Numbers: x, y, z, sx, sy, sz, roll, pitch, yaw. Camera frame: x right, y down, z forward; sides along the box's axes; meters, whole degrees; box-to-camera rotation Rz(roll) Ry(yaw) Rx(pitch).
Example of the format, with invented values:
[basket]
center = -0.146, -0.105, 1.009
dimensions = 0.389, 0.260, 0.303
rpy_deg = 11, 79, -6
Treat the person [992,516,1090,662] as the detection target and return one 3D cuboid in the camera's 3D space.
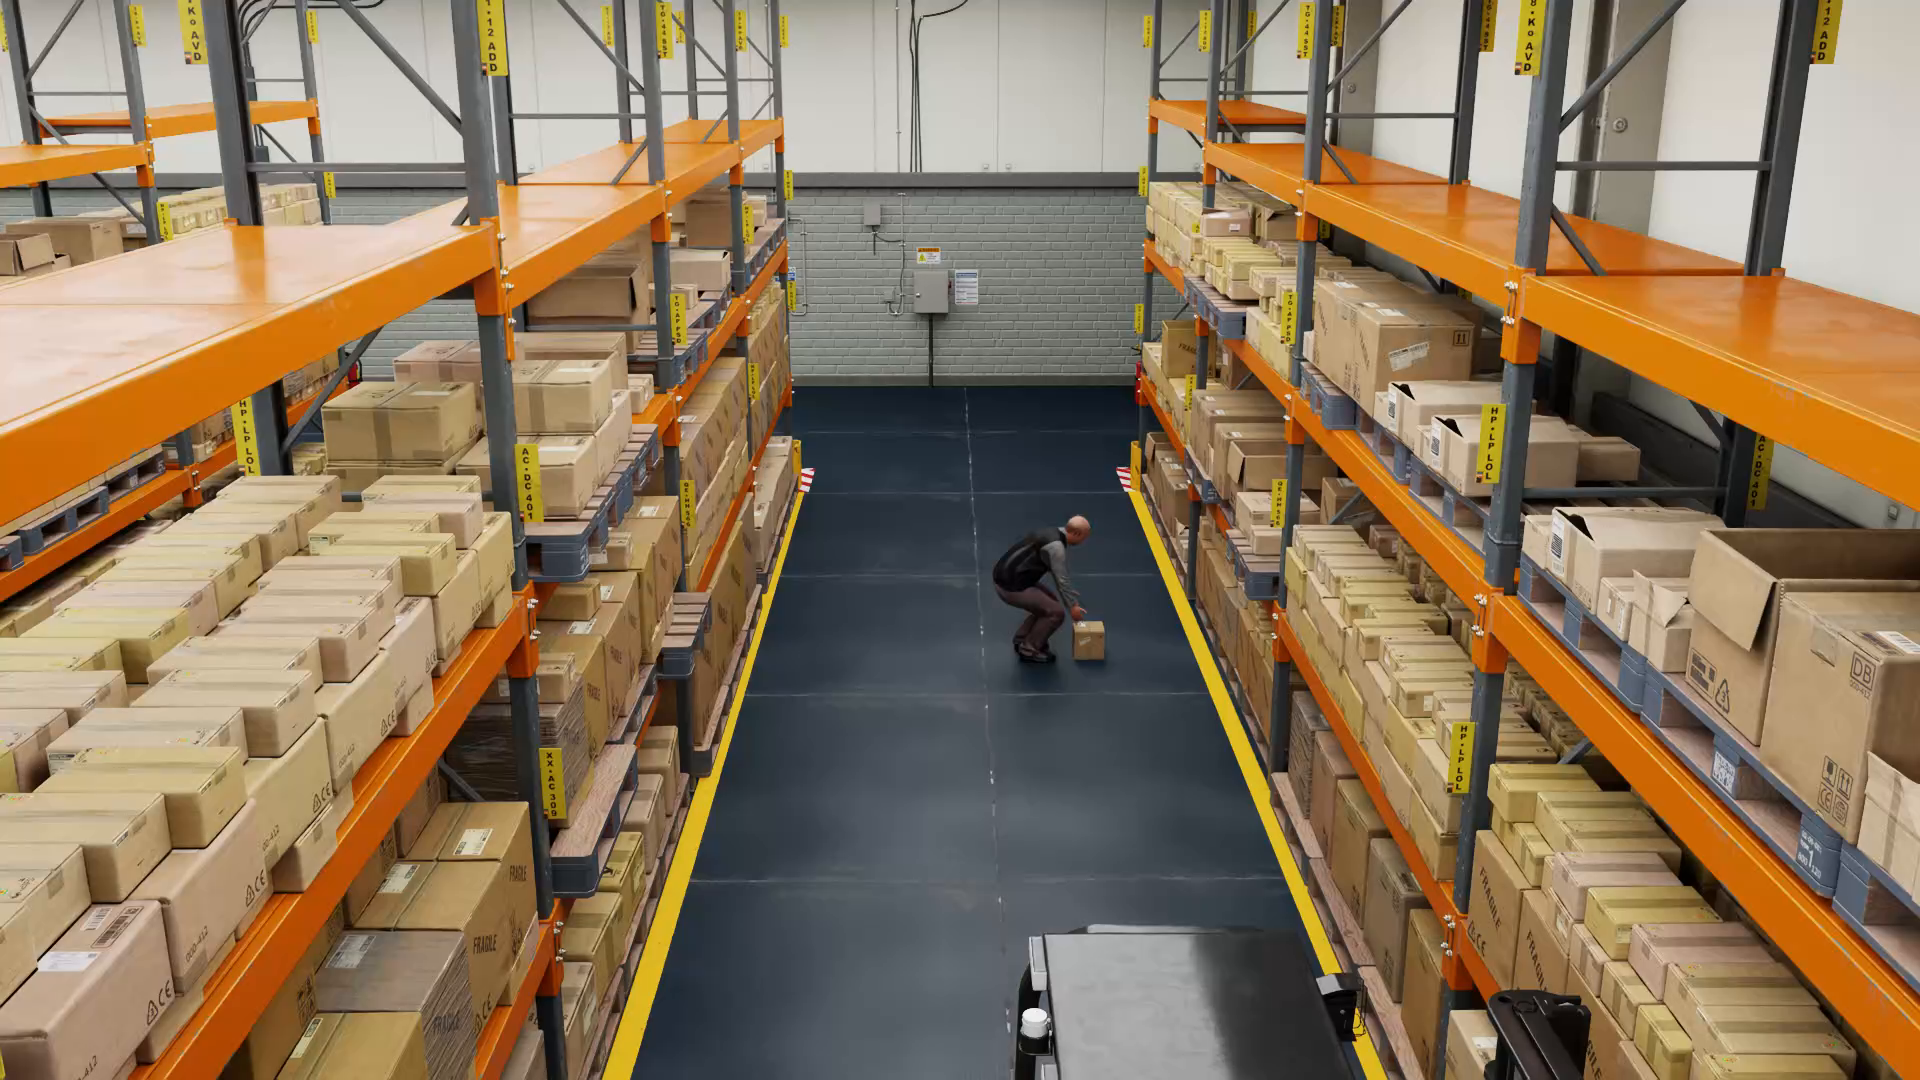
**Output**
[person]
center = 0.671, 0.385, 13.826
dimensions = 0.805, 1.188, 0.578
rpy_deg = 0, 17, -1
